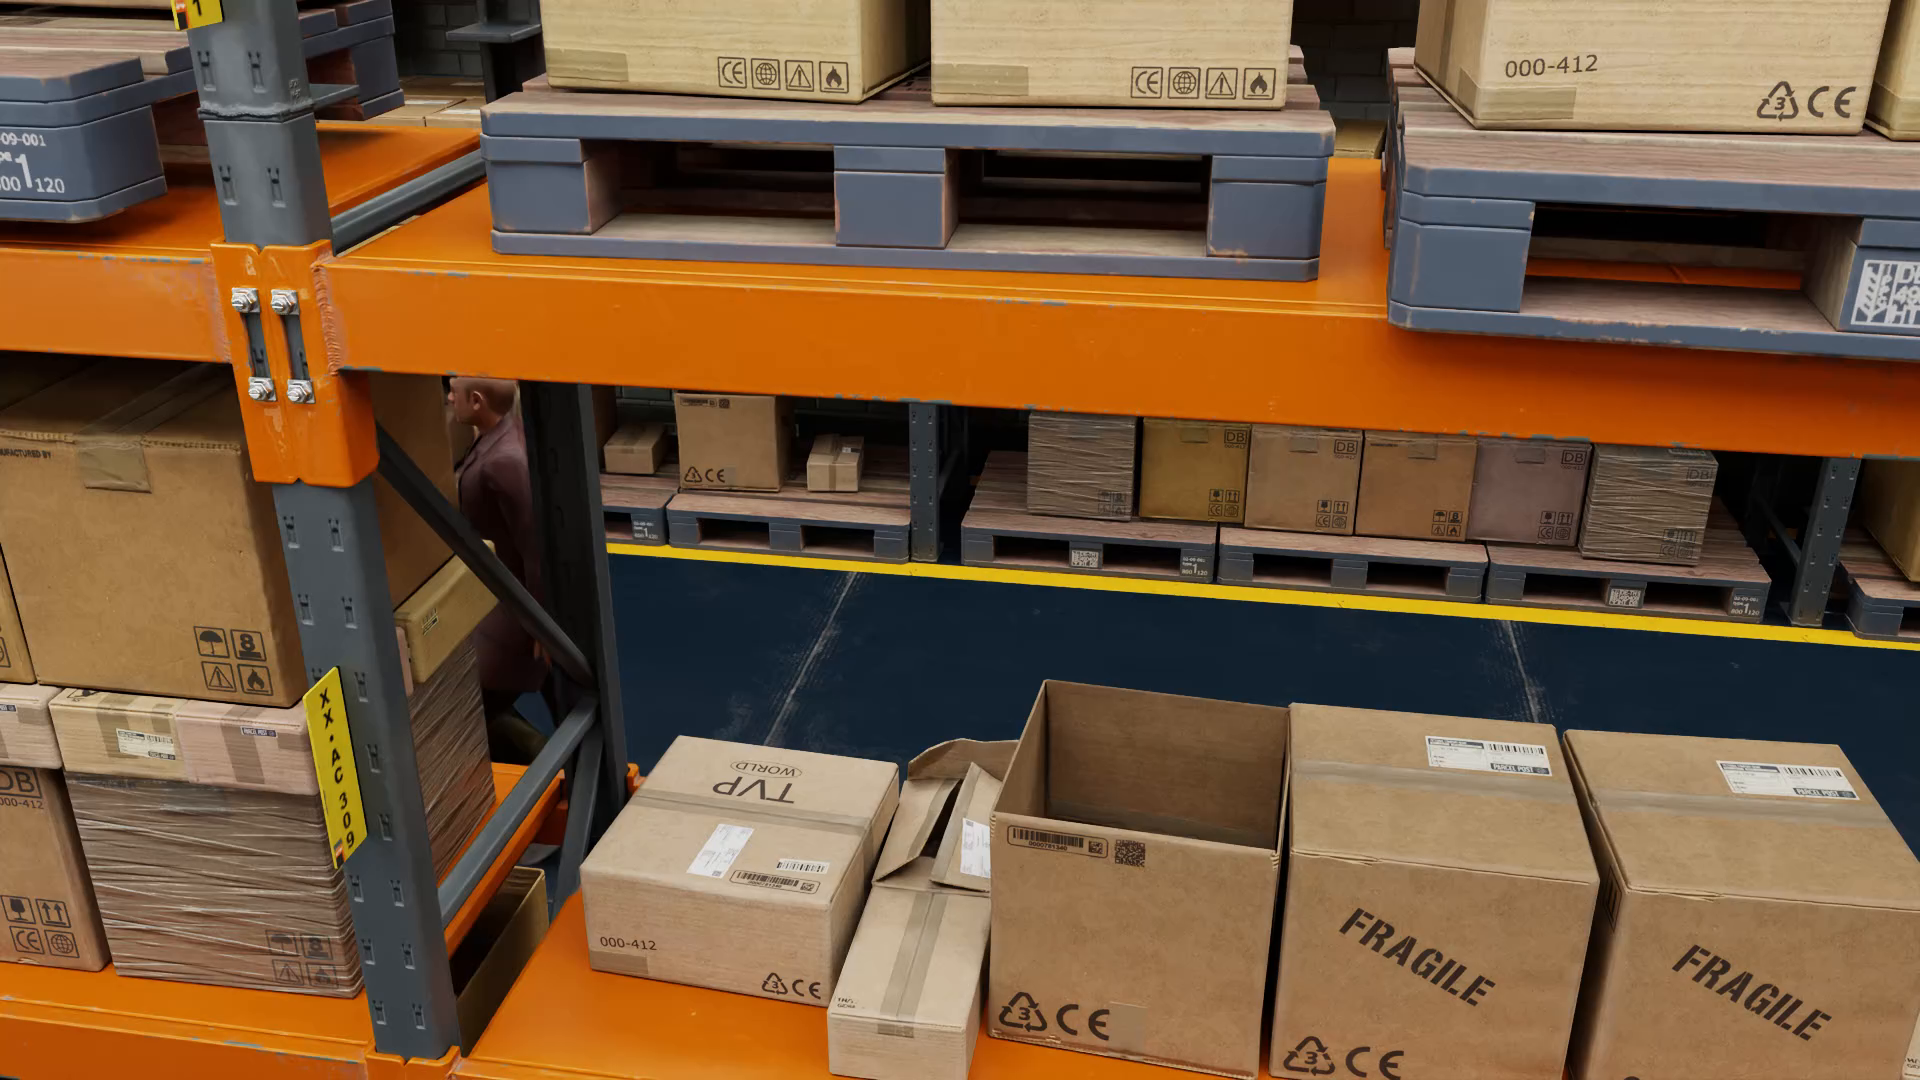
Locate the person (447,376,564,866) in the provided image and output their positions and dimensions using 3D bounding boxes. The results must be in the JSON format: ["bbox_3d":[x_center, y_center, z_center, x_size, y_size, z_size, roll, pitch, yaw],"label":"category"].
[{"bbox_3d":[-1.426,0.214,5.606,0.556,1.763,0.618,-2,25,-4],"label":"person"}]
